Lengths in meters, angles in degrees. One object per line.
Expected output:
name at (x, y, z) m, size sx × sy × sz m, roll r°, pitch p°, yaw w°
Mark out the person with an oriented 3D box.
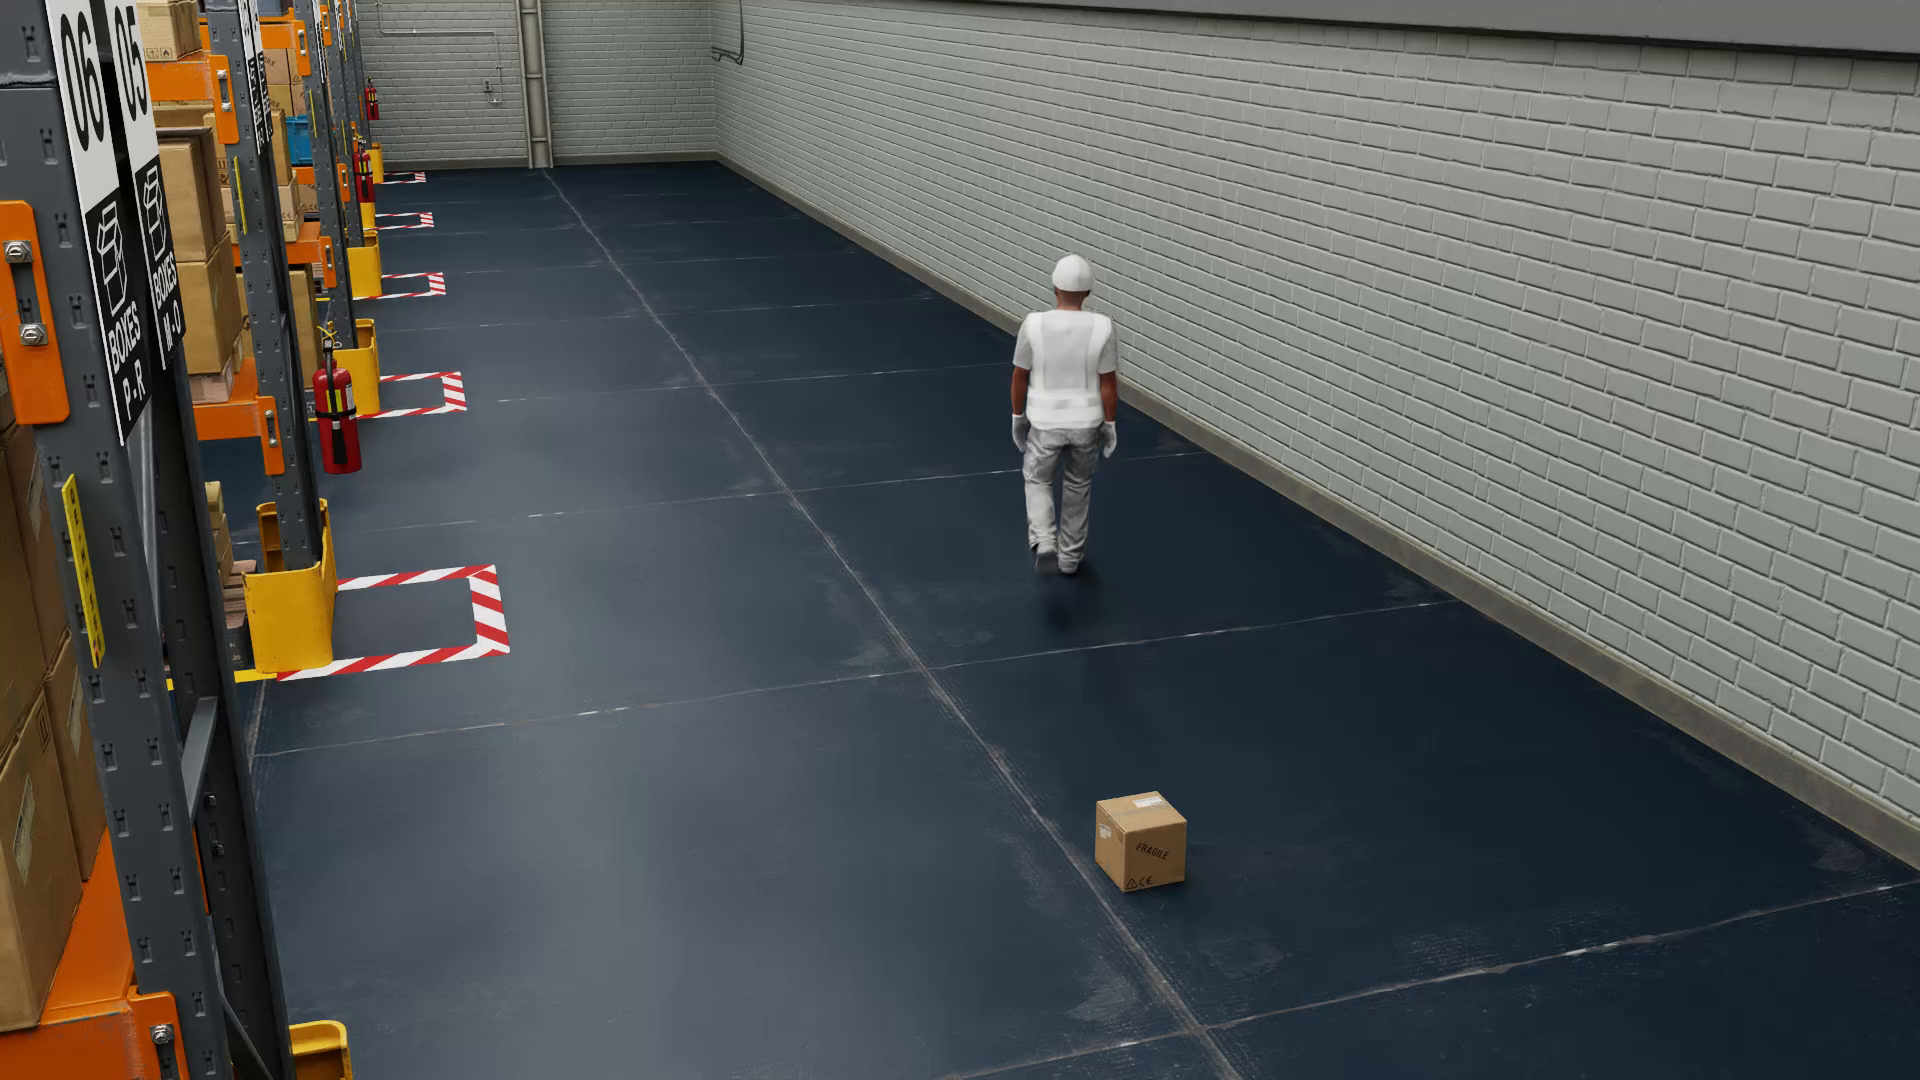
person at (0.555, -0.955, 8.714) m, size 0.554 × 1.086 × 0.349 m, roll 1°, pitch 19°, yaw 2°
